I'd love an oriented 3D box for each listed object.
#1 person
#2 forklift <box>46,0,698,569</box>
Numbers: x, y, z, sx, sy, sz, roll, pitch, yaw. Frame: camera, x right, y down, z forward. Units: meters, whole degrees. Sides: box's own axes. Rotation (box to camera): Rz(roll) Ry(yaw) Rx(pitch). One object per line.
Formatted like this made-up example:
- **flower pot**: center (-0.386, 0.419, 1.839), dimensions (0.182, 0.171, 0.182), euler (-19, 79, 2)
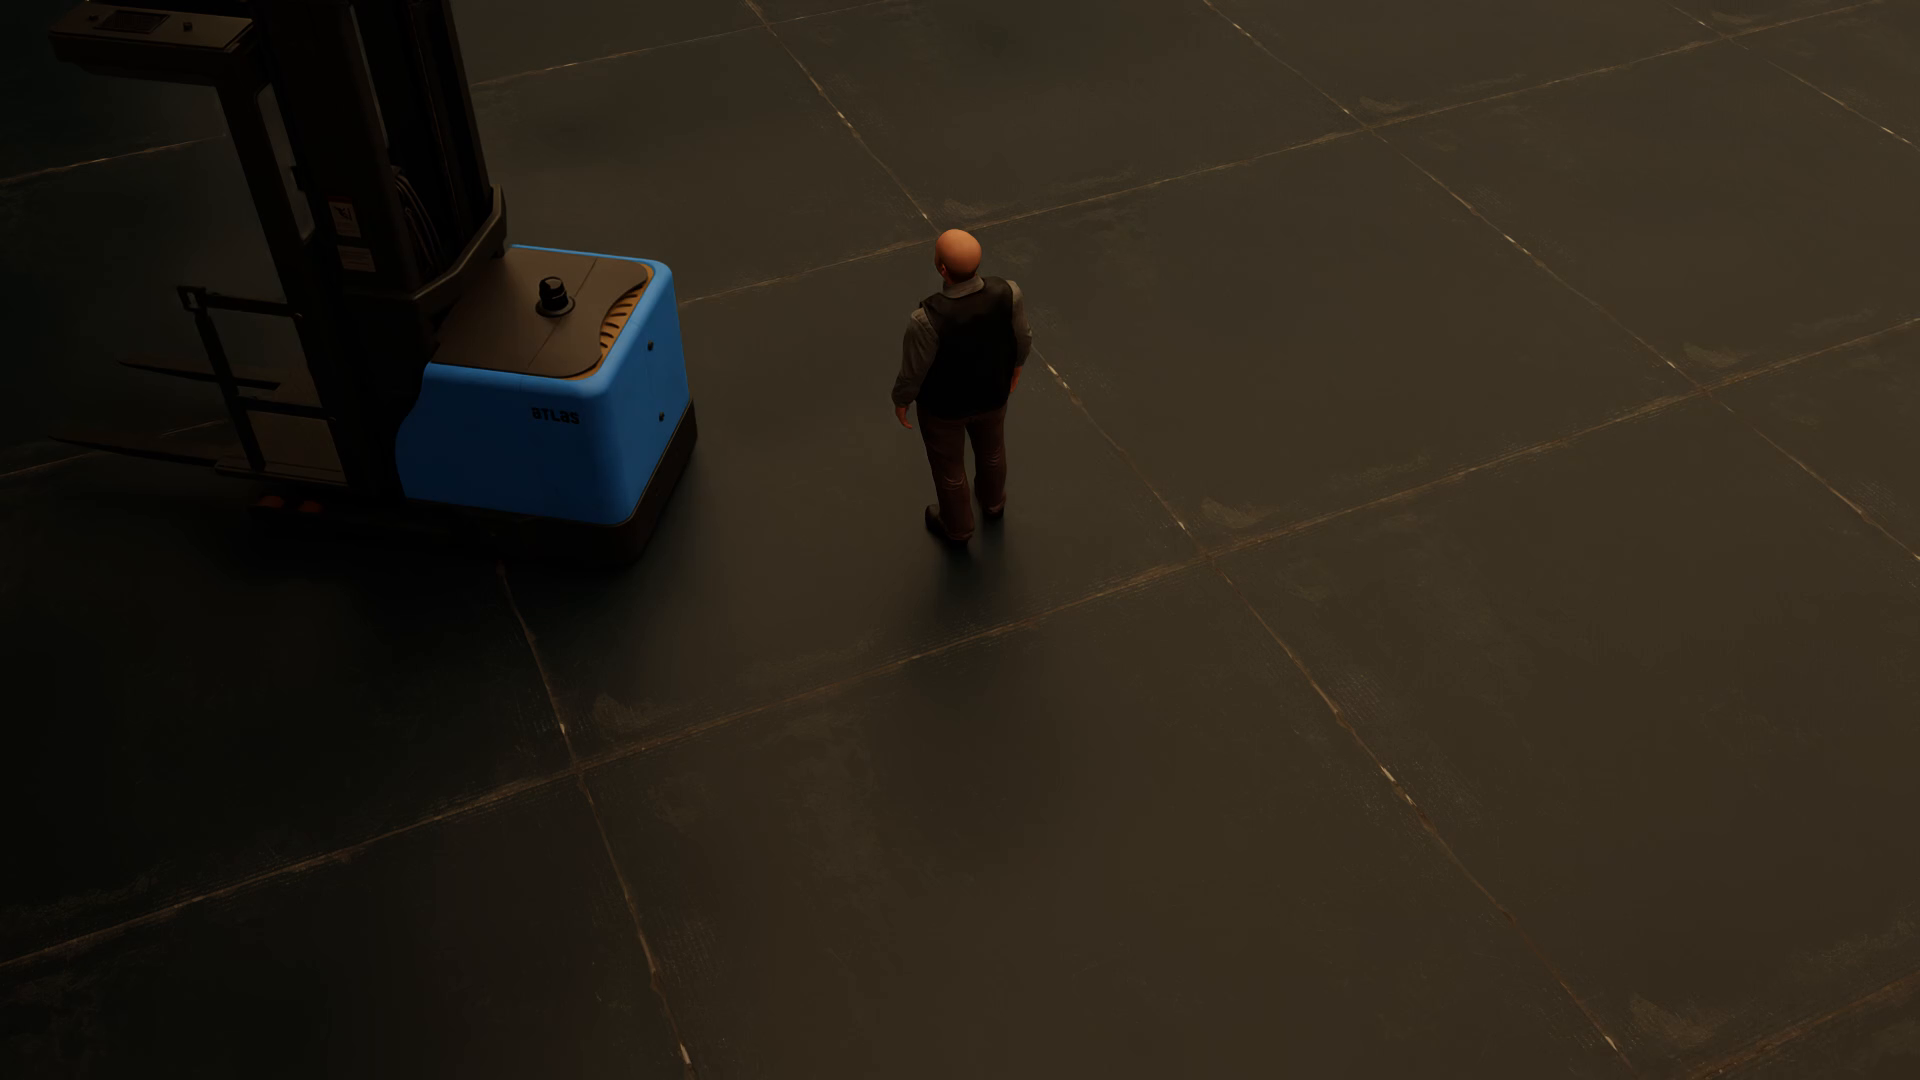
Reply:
- **person**: center (-0.023, -0.681, 7.285), dimensions (0.633, 1.721, 0.551), euler (-18, 46, -18)
- **forklift**: center (-2.874, -1.440, 7.223), dimensions (3.031, 2.935, 1.130), euler (8, 44, 8)
